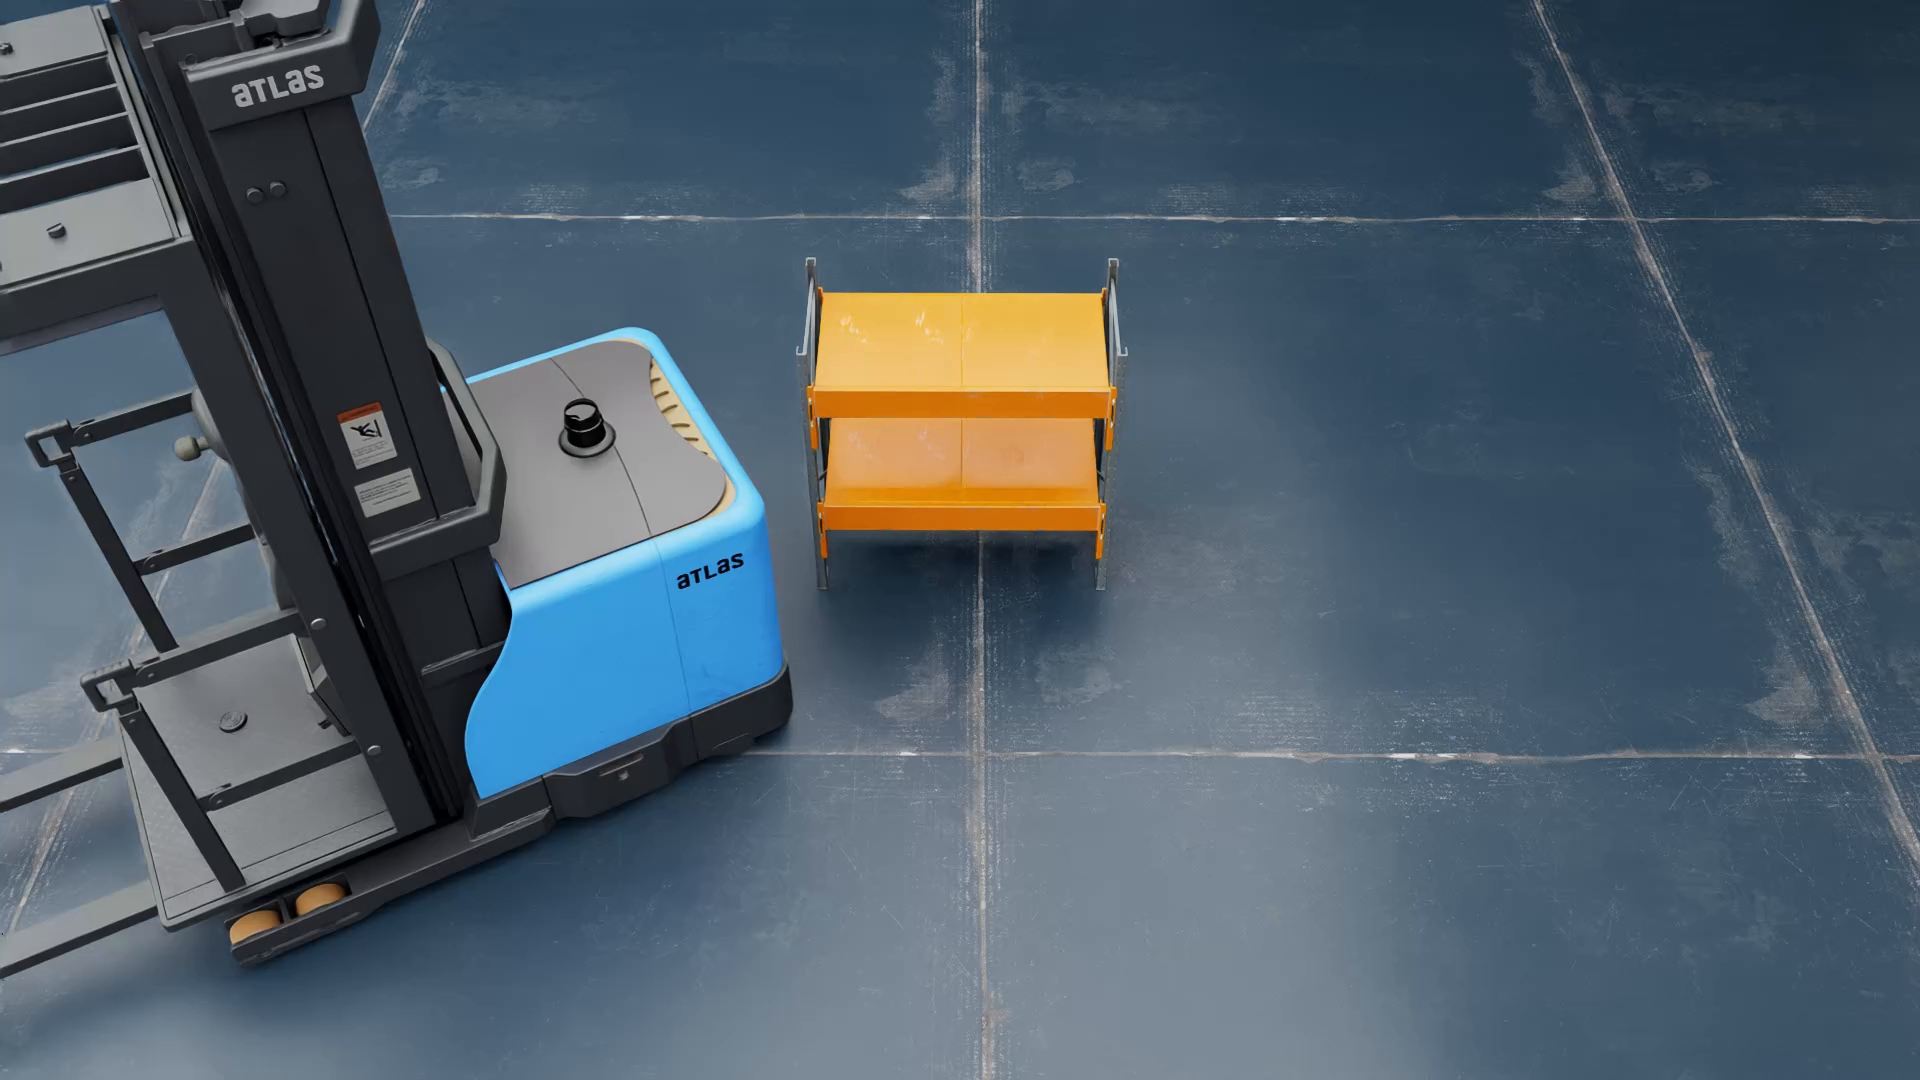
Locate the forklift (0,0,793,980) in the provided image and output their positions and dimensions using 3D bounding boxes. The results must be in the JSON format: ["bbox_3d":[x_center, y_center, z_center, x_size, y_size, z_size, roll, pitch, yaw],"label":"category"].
[{"bbox_3d":[-2.108,-0.164,4.400,3.031,2.935,1.130,-22,51,-19],"label":"forklift"}]

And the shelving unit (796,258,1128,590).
[{"bbox_3d":[0.007,-0.383,5.838,1.048,1.125,0.538,0,47,0],"label":"shelving unit"}]

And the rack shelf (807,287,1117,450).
[{"bbox_3d":[0.007,-0.583,5.624,1.000,0.278,0.538,0,47,0],"label":"rack shelf"}]

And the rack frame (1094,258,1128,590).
[{"bbox_3d":[0.515,-0.382,5.837,0.032,1.125,0.500,0,47,0],"label":"rack frame"}]

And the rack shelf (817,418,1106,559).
[{"bbox_3d":[0.007,-0.217,6.017,1.000,0.278,0.538,0,47,0],"label":"rack shelf"}]

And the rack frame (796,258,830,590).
[{"bbox_3d":[-0.502,-0.385,5.840,0.032,1.125,0.500,0,47,0],"label":"rack frame"}]
